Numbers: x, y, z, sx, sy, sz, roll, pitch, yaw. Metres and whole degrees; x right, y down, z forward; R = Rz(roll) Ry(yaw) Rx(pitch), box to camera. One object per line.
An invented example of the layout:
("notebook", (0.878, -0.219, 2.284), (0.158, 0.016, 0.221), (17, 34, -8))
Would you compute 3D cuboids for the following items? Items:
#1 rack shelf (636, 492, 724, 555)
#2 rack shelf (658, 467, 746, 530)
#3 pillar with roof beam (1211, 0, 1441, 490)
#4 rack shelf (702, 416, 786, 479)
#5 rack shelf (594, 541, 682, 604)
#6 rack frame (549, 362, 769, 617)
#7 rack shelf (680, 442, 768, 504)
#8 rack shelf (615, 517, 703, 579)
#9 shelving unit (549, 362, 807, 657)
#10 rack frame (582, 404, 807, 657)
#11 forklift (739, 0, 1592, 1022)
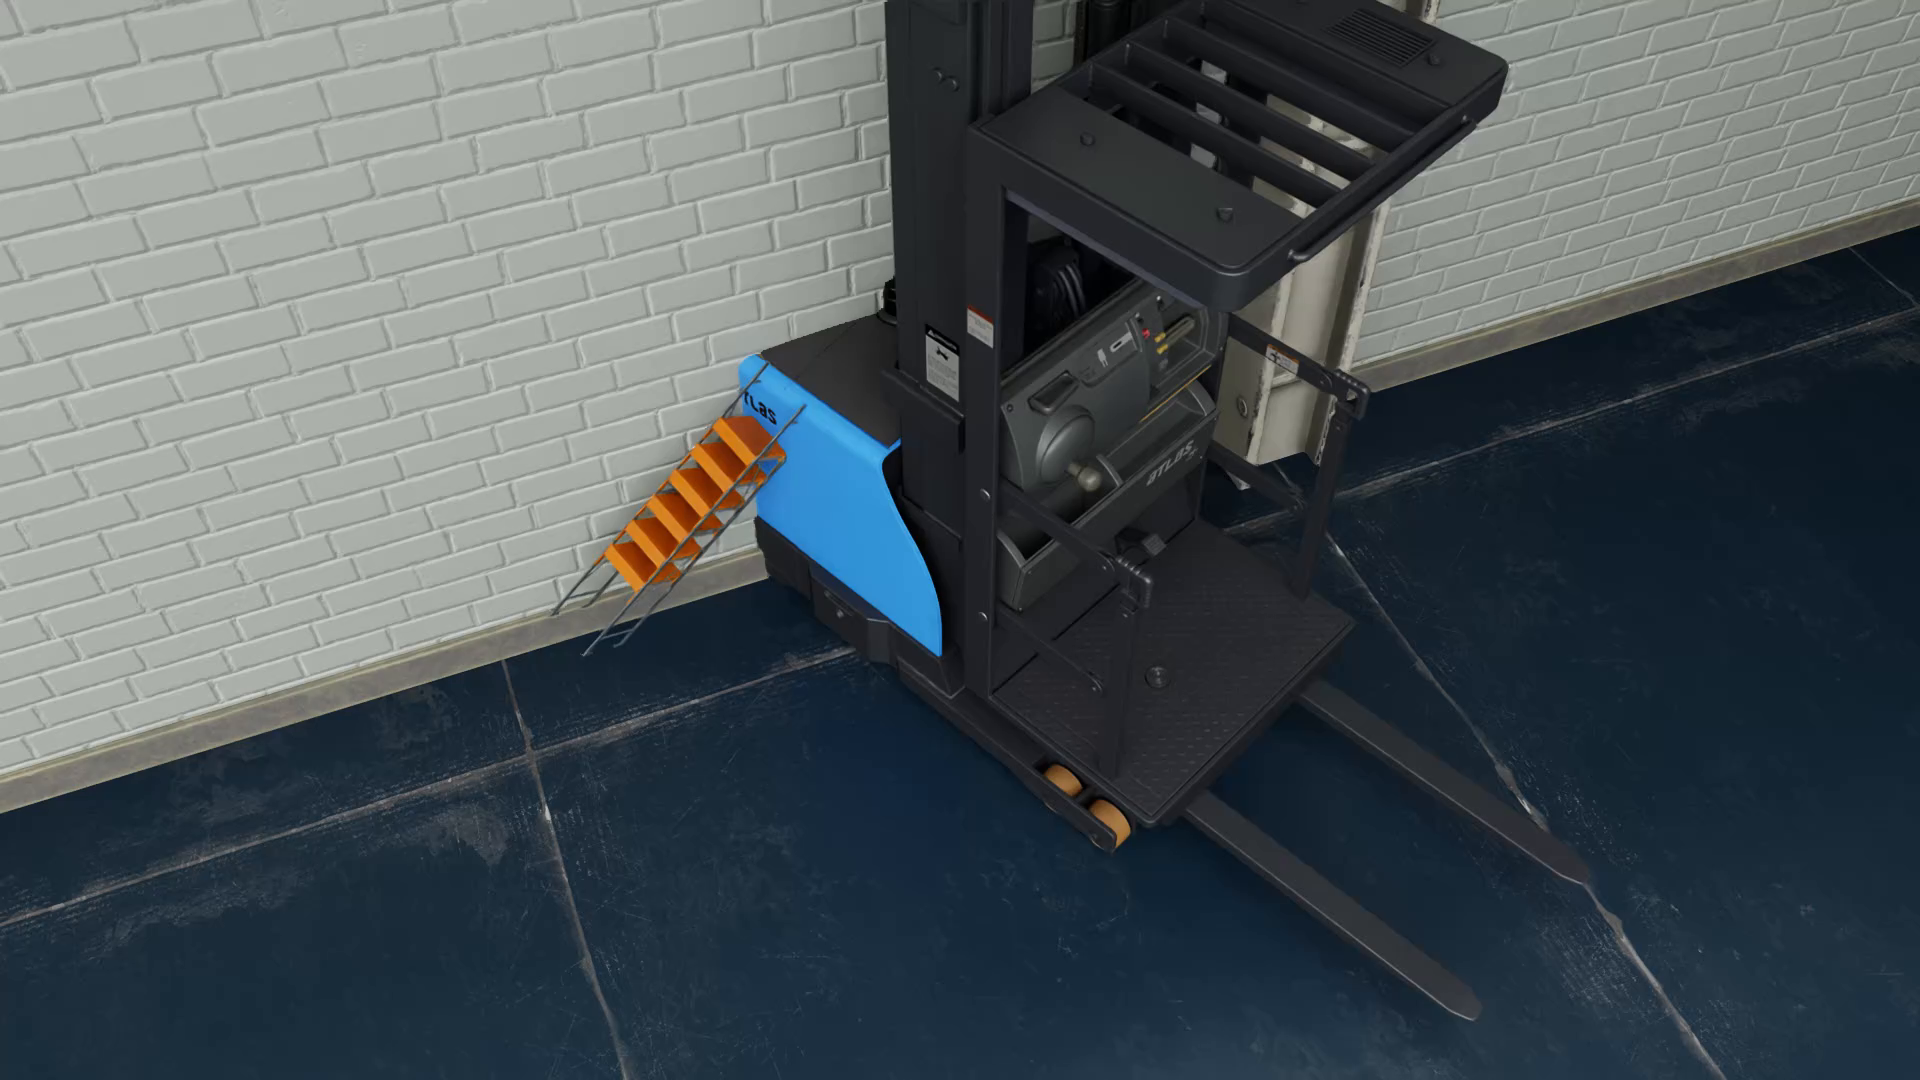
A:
("rack shelf", (-0.923, -0.065, 5.531), (0.180, 0.103, 0.258), (48, 20, 10))
("rack shelf", (-0.845, -0.146, 5.490), (0.180, 0.103, 0.258), (48, 20, 10))
("pillar with roof beam", (2.832, -0.264, 0.545), (0.400, 9.000, 9.100), (-17, 52, -14))
("rack shelf", (-0.689, -0.309, 5.408), (0.180, 0.103, 0.258), (48, 20, 10))
("rack shelf", (-1.080, 0.097, 5.613), (0.180, 0.103, 0.258), (48, 20, 10))
("rack frame", (-0.955, -0.162, 5.532), (0.006, 1.200, 0.240), (48, 20, 10))
("rack shelf", (-0.767, -0.227, 5.449), (0.180, 0.103, 0.258), (48, 20, 10))
("rack shelf", (-1.002, 0.016, 5.572), (0.180, 0.103, 0.258), (48, 20, 10))
("shelving unit", (-0.895, -0.095, 5.516), (0.189, 1.200, 0.258), (48, 20, 10))
("rack frame", (-0.834, -0.029, 5.499), (0.006, 1.200, 0.240), (48, 20, 10))
("forklift", (0.611, -0.405, 4.666), (3.031, 2.935, 1.130), (36, 58, 27))
